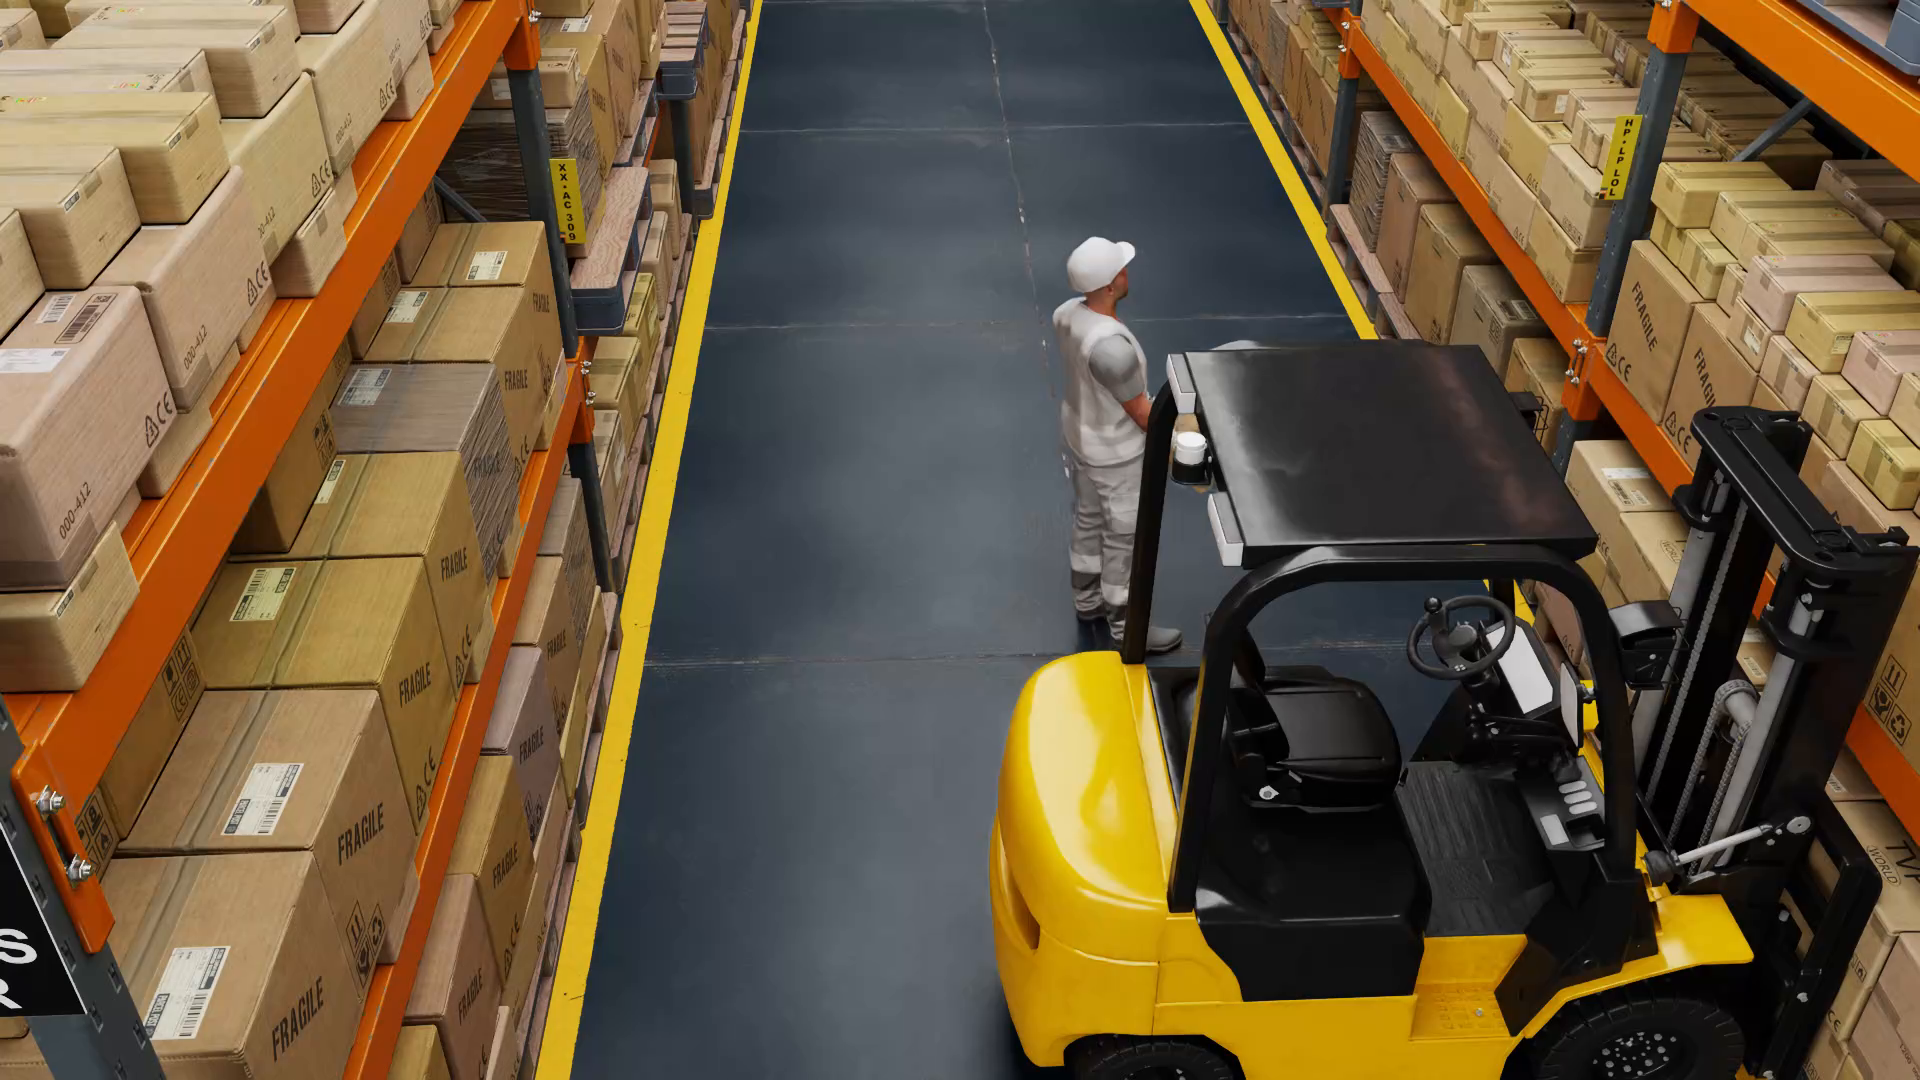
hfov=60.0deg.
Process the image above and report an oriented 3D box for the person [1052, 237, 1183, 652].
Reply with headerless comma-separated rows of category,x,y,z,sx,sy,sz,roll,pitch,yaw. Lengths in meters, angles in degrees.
person,0.648,-0.382,6.661,0.514,1.794,0.560,-11,36,-15
